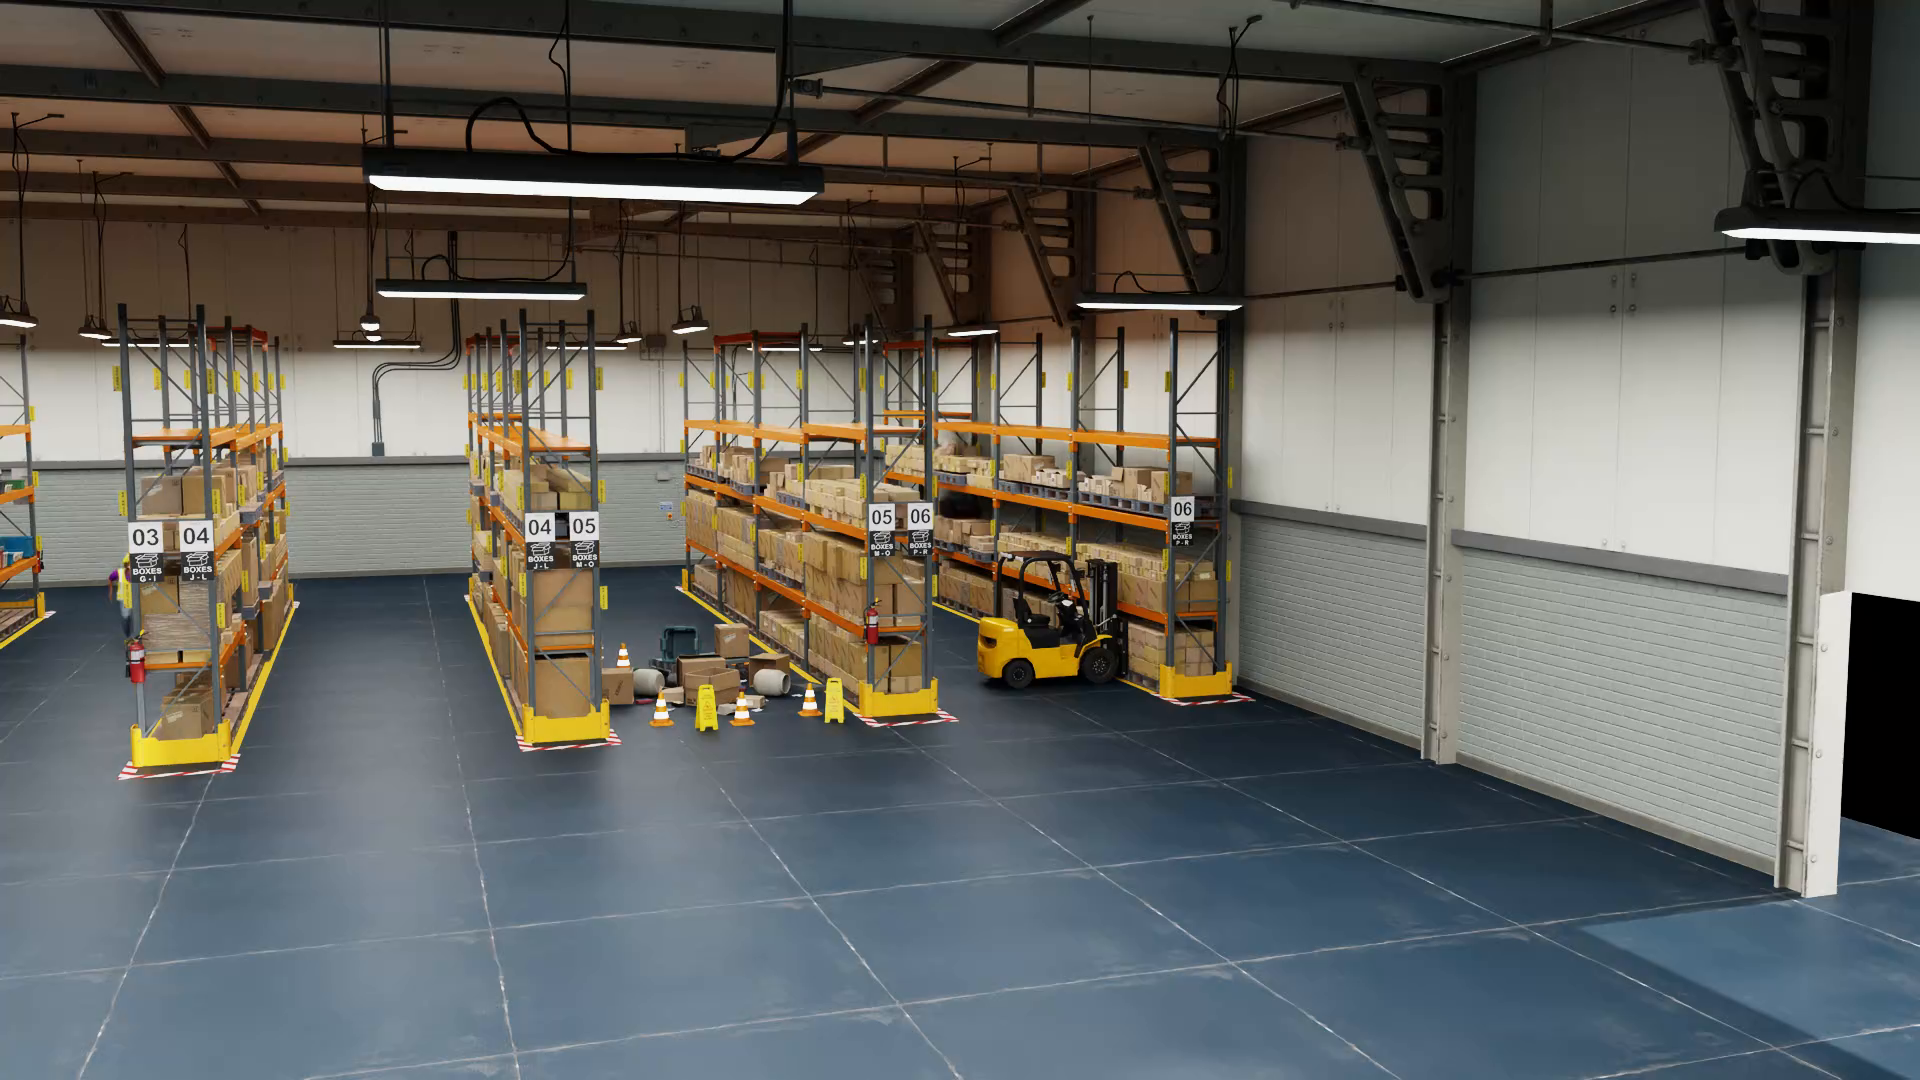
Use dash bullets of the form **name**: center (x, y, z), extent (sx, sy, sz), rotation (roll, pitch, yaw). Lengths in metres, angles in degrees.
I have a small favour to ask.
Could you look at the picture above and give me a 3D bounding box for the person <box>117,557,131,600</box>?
- **person**: center (-15.673, 0.720, 31.373), extent (0.449, 0.861, 0.488), rotation (-3, 6, -27)
